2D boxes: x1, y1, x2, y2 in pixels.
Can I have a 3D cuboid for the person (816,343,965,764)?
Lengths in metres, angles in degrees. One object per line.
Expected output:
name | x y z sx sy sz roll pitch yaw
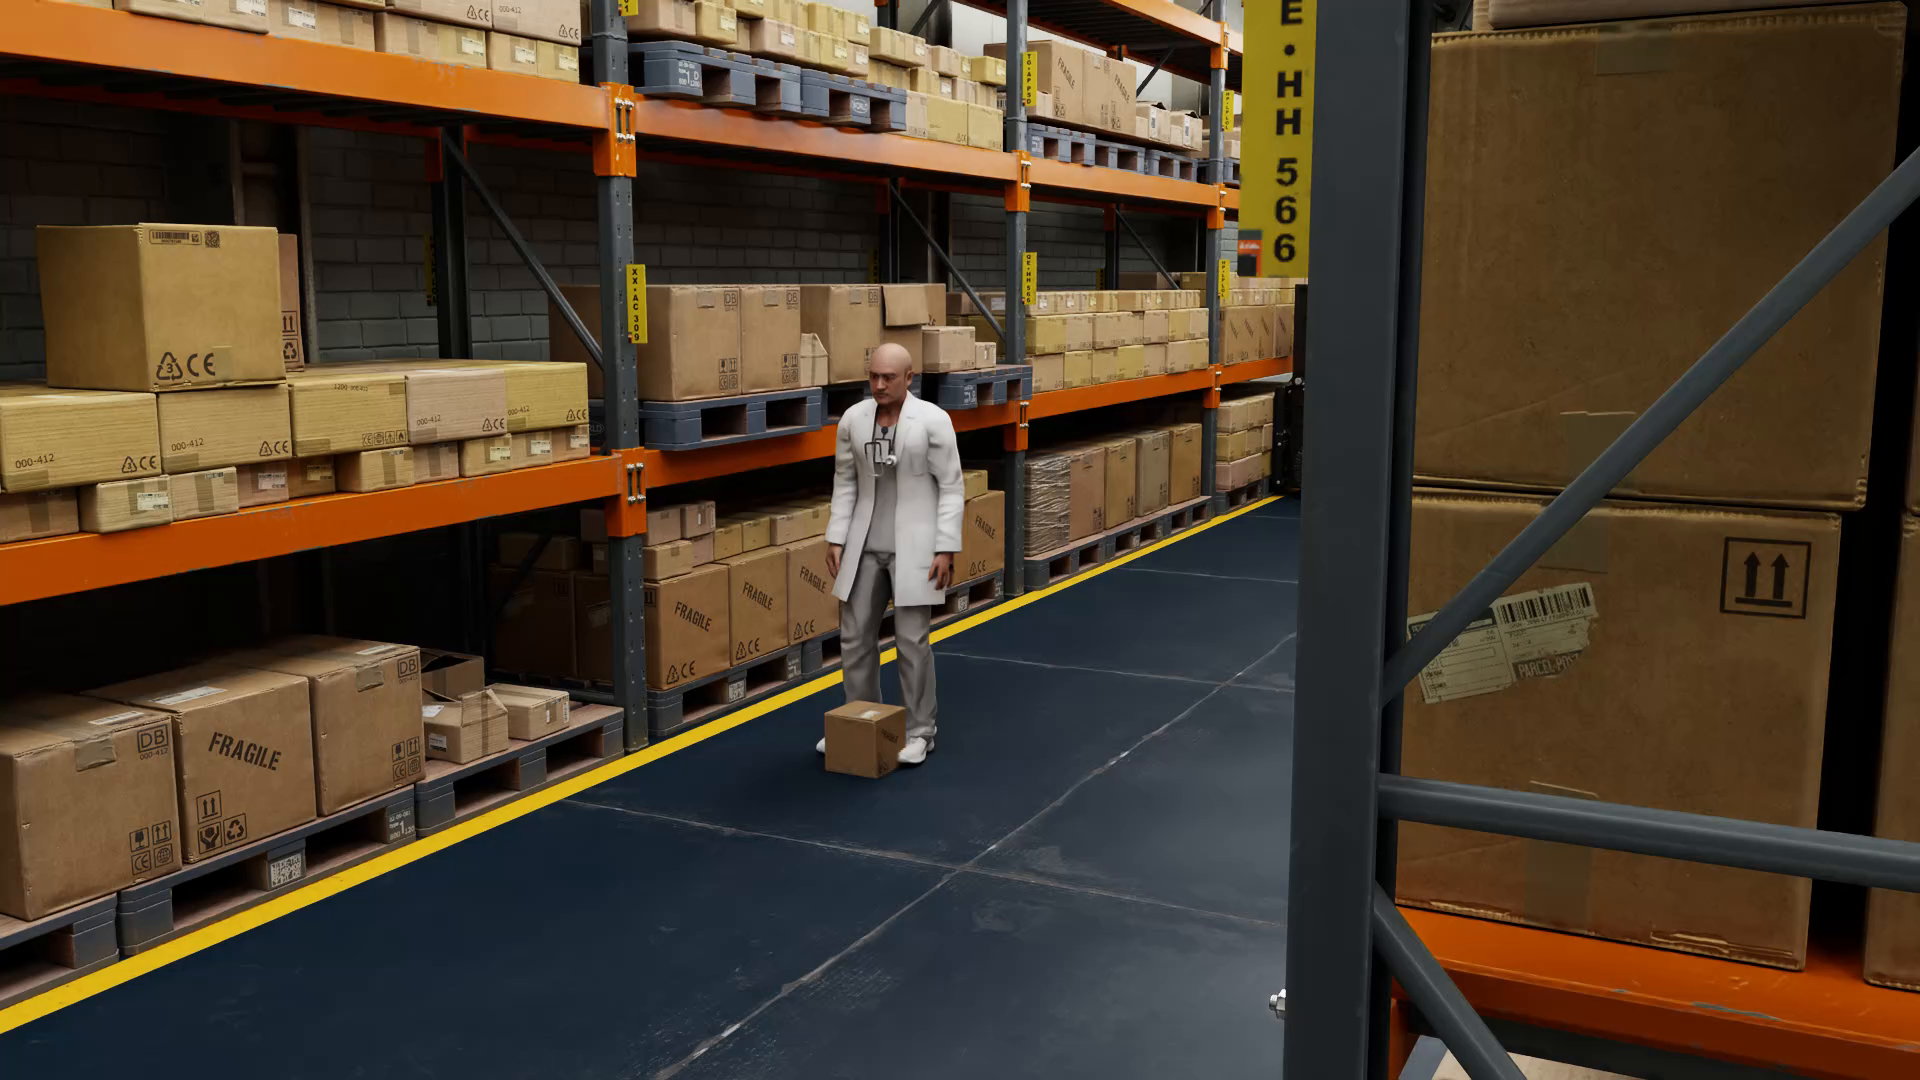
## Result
person | -0.291 0.049 7.101 0.637 1.773 0.428 4 10 24
